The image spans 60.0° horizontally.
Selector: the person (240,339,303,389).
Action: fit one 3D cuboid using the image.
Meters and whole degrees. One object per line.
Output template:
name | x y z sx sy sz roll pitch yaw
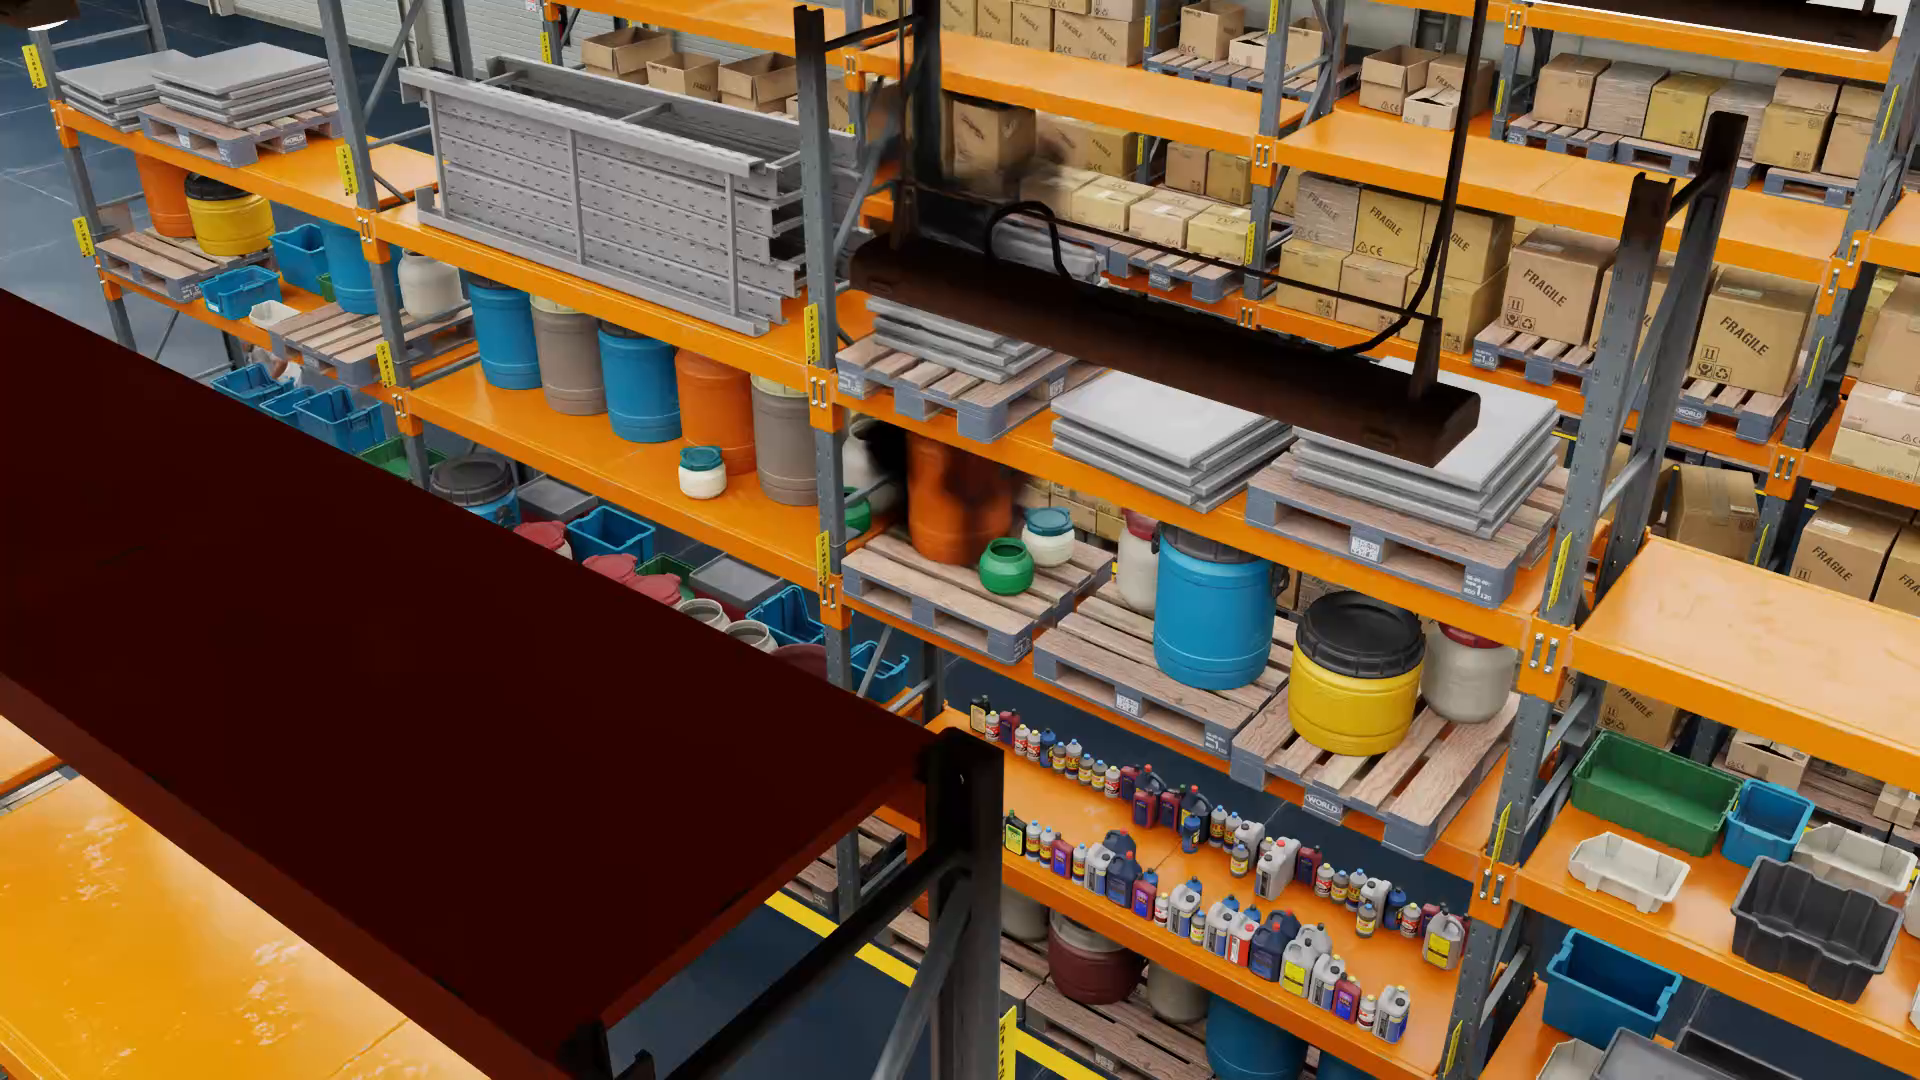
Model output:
person | -6.573 -1.487 16.058 0.764 1.855 0.657 0 31 0
